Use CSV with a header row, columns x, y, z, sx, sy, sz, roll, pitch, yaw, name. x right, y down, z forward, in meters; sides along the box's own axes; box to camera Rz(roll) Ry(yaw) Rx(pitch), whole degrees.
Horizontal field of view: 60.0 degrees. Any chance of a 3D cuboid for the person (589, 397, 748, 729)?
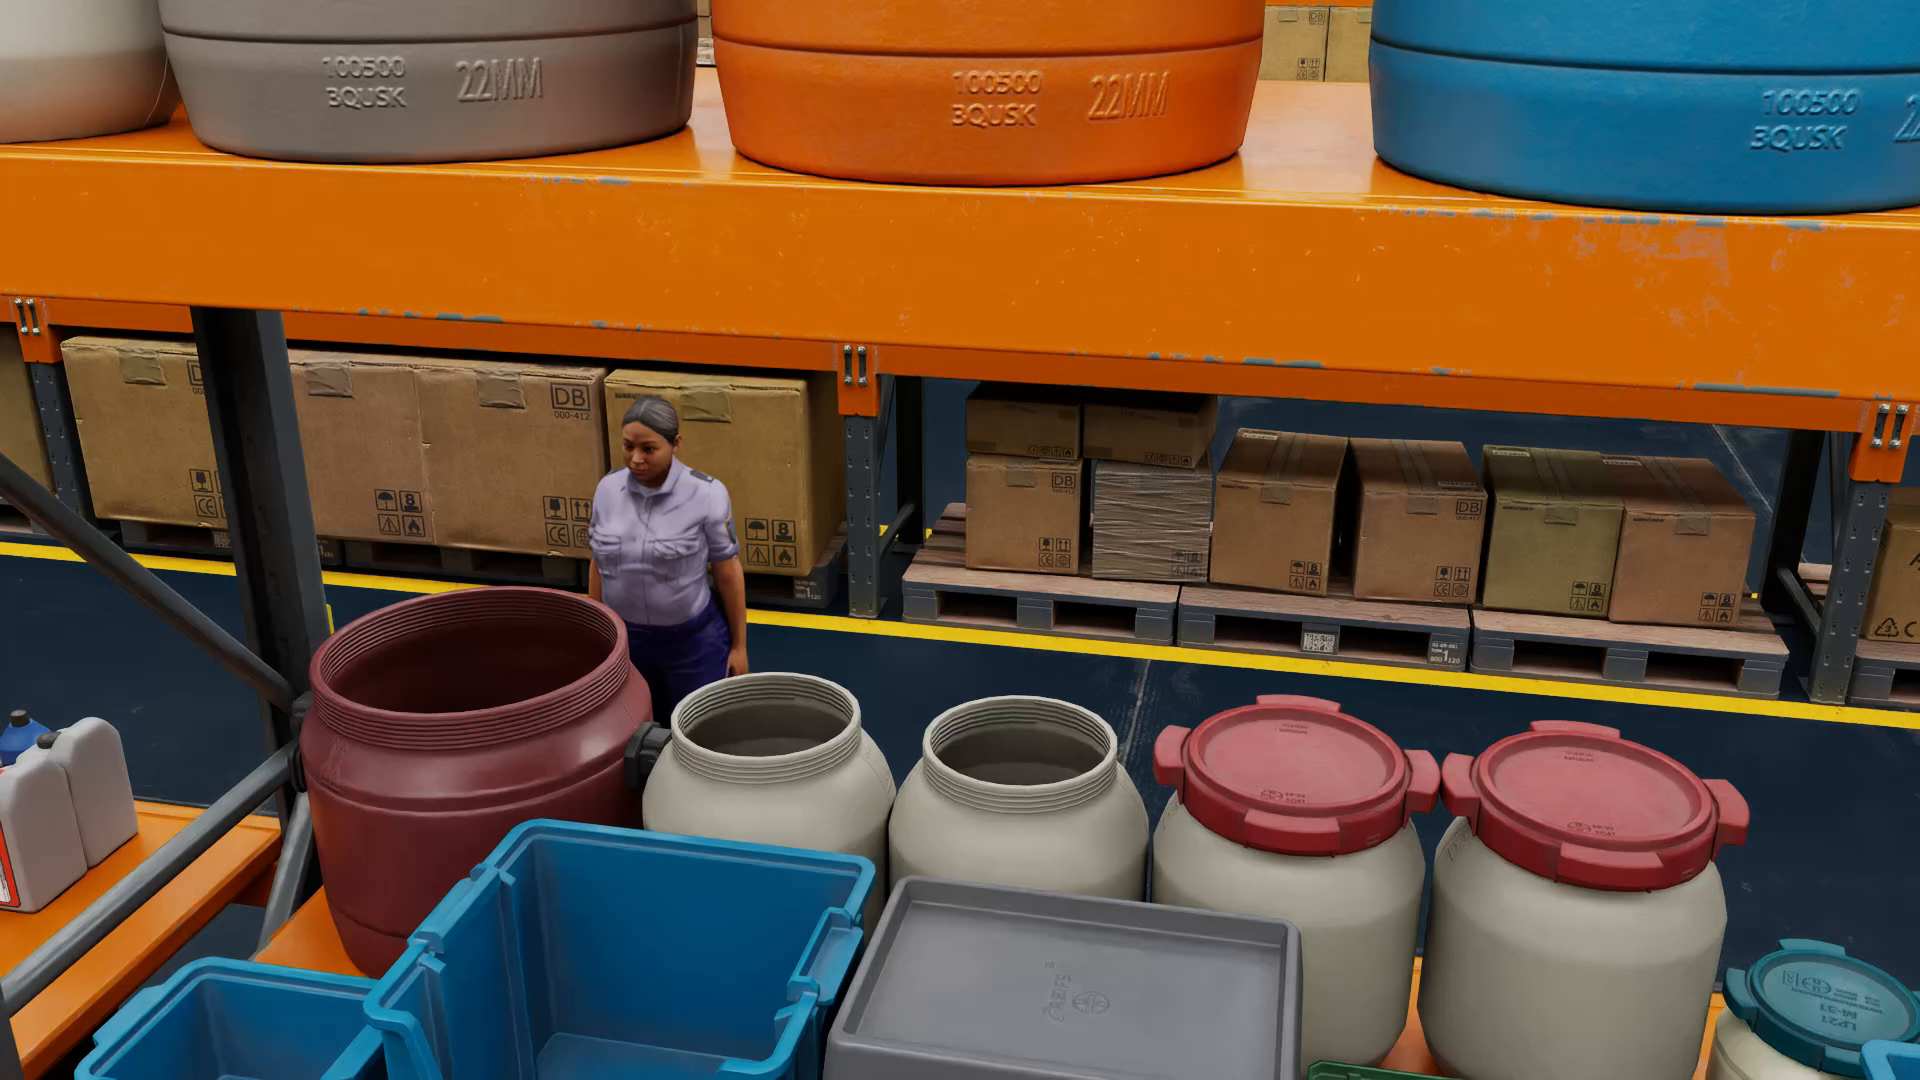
x,y,z,sx,sy,sz,roll,pitch,yaw,name
-0.937,0.371,5.170,0.544,1.667,0.487,6,23,15,person
